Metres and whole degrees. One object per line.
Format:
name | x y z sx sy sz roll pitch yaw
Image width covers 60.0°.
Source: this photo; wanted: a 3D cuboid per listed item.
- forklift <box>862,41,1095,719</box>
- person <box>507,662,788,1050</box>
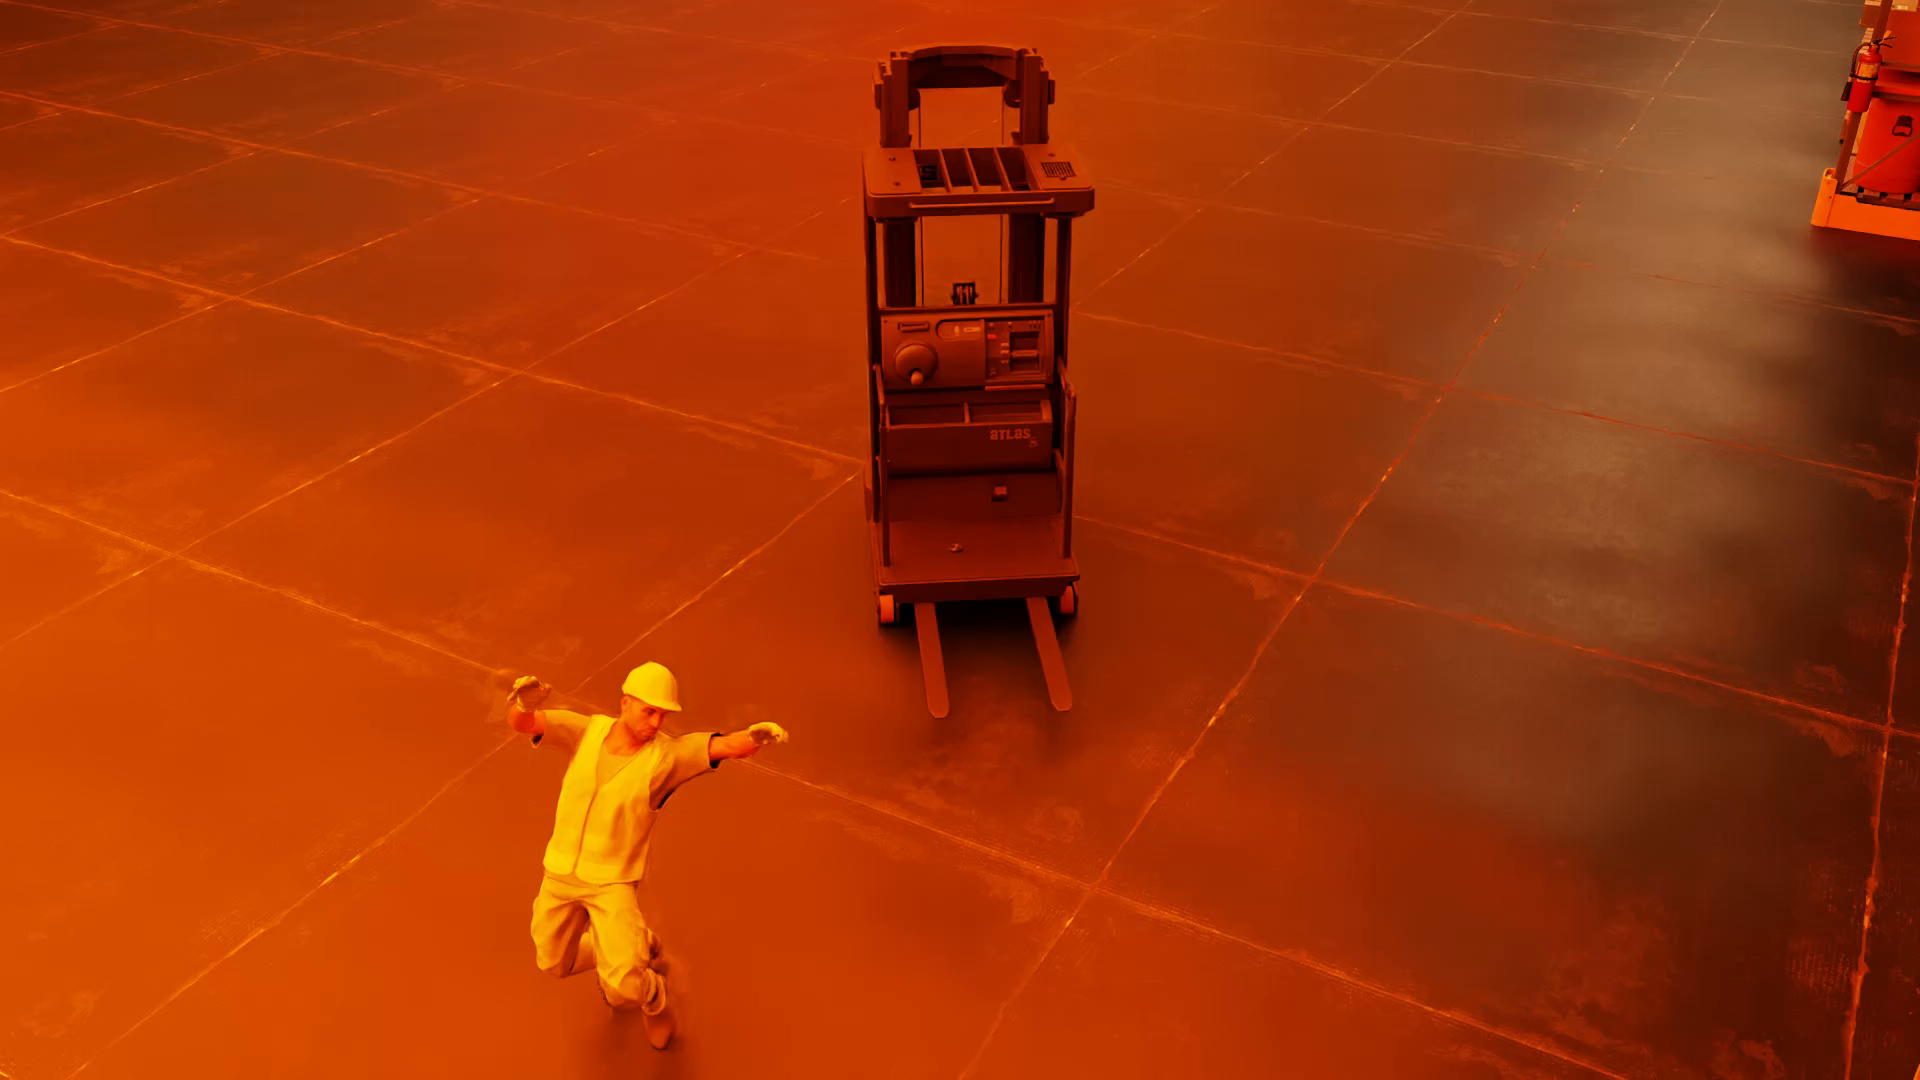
forklift | 0.065 -0.982 8.772 1.130 2.935 3.031 -3 30 -5
person | -1.167 1.202 6.266 1.087 1.683 0.822 12 32 20
